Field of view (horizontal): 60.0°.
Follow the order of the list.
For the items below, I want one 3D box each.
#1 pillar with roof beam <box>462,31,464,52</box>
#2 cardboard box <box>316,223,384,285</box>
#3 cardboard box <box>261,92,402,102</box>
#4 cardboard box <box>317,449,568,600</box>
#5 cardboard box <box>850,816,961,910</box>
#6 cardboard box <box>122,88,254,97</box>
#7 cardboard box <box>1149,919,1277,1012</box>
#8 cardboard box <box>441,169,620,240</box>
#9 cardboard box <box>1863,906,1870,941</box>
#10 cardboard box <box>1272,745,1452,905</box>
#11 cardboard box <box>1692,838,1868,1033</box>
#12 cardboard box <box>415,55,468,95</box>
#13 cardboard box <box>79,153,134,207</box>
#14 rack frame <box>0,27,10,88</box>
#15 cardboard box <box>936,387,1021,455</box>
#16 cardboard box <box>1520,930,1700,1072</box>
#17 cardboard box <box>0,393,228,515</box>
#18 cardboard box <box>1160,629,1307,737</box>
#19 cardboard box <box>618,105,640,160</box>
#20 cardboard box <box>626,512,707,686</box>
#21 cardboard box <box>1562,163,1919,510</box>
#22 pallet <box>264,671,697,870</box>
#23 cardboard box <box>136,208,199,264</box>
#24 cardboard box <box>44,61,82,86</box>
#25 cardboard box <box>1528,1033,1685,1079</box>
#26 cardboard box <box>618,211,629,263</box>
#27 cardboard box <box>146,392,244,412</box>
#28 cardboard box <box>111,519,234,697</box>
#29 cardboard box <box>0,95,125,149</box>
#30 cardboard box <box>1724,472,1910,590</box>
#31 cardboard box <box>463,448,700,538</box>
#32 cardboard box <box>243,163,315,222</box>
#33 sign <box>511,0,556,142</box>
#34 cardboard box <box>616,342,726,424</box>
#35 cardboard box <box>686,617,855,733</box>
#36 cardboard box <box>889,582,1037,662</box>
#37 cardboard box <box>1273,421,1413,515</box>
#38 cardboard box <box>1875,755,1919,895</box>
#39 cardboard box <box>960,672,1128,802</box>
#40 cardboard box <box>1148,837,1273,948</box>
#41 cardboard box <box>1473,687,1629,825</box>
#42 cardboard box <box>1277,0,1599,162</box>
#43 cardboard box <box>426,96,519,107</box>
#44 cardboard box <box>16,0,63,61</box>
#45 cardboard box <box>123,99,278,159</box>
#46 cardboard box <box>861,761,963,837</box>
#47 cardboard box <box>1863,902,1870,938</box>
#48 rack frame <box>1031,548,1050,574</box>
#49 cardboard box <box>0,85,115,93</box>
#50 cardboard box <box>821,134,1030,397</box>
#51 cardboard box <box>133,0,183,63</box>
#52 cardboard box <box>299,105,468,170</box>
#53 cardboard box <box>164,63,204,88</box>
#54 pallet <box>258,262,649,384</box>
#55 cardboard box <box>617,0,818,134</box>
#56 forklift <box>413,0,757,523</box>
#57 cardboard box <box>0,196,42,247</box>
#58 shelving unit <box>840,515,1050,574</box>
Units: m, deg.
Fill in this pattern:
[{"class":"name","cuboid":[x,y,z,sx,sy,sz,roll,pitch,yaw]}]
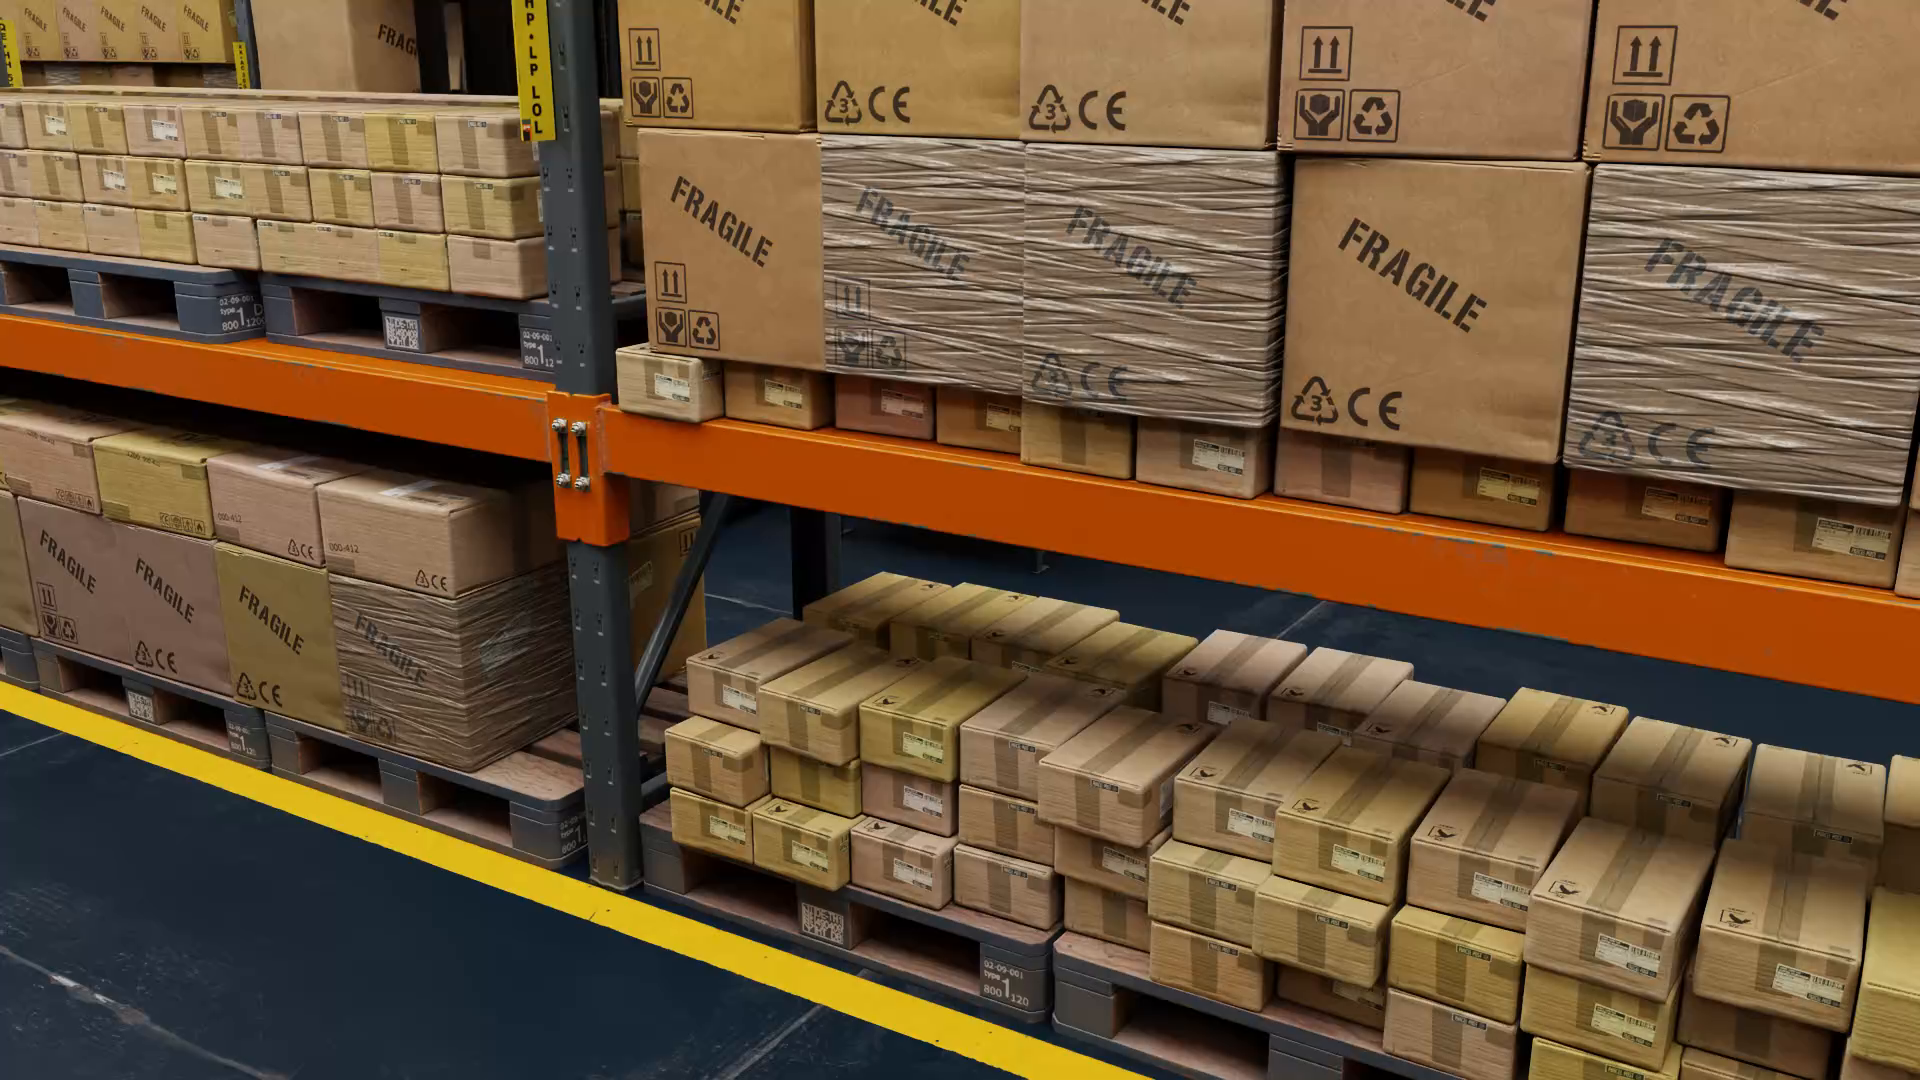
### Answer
[{"class":"pillar with roof beam","cuboid":[-11.860,-11.098,28.435,0.400,9.000,9.100,10,20,30]},{"class":"cardboard box","cuboid":[-1.539,-0.812,4.603,0.250,0.149,0.380,10,20,30]},{"class":"cardboard box","cuboid":[-2.093,-1.418,5.575,0.250,0.149,0.380,11,20,32]},{"class":"cardboard box","cuboid":[-1.431,-0.057,4.695,0.500,0.250,0.500,10,19,29]},{"class":"cardboard box","cuboid":[-0.056,0.721,4.028,0.250,0.149,0.380,10,20,30]},{"class":"cardboard box","cuboid":[-2.750,-1.537,5.966,0.250,0.149,0.380,11,20,32]},{"class":"cardboard box","cuboid":[0.605,0.843,3.627,0.250,0.149,0.380,10,19,29]},{"class":"cardboard box","cuboid":[-1.107,-0.877,4.305,0.250,0.149,0.380,11,20,32]},{"class":"cardboard box","cuboid":[1.973,0.773,3.347,0.250,0.149,0.380,10,20,31]},{"class":"cardboard box","cuboid":[0.839,0.584,3.457,0.250,0.149,0.380,10,20,30]},{"class":"cardboard box","cuboid":[1.502,0.711,3.037,0.250,0.149,0.380,9,19,28]},{"class":"cardboard box","cuboid":[-3.274,-3.082,11.465,0.637,0.503,0.797,13,21,36]},{"class":"cardboard box","cuboid":[-2.436,-1.115,5.088,0.250,0.149,0.380,11,20,32]},{"class":"rack frame","cuboid":[-4.073,-1.251,6.338,0.127,3.000,1.000,10,20,30]},{"class":"cardboard box","cuboid":[0.148,-0.307,3.662,0.250,0.149,0.380,9,19,28]},{"class":"cardboard box","cuboid":[1.253,0.823,3.181,0.250,0.149,0.380,10,20,31]},{"class":"cardboard box","cuboid":[-2.765,-0.294,5.476,0.500,0.250,0.500,10,20,30]},{"class":"cardboard box","cuboid":[0.689,0.368,4.167,0.250,0.149,0.380,9,19,27]},{"class":"cardboard box","cuboid":[-0.759,-1.181,4.796,0.250,0.149,0.380,11,20,33]},{"class":"cardboard box","cuboid":[-1.155,0.175,5.223,0.500,0.500,0.500,11,20,32]},{"class":"cardboard box","cuboid":[1.353,-0.383,2.797,0.500,0.500,0.500,10,20,30]},{"class":"pallet","cuboid":[-1.329,0.574,5.129,1.213,0.211,1.003,10,20,30]},{"class":"cardboard box","cuboid":[-2.218,-0.932,4.997,0.250,0.149,0.380,11,20,32]},{"class":"cardboard box","cuboid":[-6.861,-3.647,13.543,0.500,0.500,0.875,10,20,30]},{"class":"cardboard box","cuboid":[1.267,0.968,3.217,0.250,0.149,0.380,9,19,28]},{"class":"cardboard box","cuboid":[-0.999,-0.938,5.016,0.250,0.149,0.380,10,20,31]},{"class":"cardboard box","cuboid":[-2.492,-0.420,5.891,0.500,0.250,0.500,11,20,31]},{"class":"cardboard box","cuboid":[-2.299,0.145,5.320,0.500,0.500,0.500,10,19,29]},{"class":"cardboard box","cuboid":[-2.887,-1.338,5.311,0.250,0.149,0.380,11,20,33]},{"class":"cardboard box","cuboid":[1.466,-0.055,2.834,0.250,0.149,0.380,9,19,28]},{"class":"cardboard box","cuboid":[-1.156,-0.184,5.113,0.500,0.250,0.500,9,19,28]},{"class":"cardboard box","cuboid":[-1.777,-0.996,4.696,0.250,0.149,0.380,9,19,28]},{"class":"sign","cuboid":[-0.952,-1.058,3.712,0.005,0.325,0.100,10,20,30]},{"class":"cardboard box","cuboid":[-0.594,-0.398,3.962,0.250,0.149,0.380,11,20,32]},{"class":"cardboard box","cuboid":[-0.479,0.340,4.260,0.250,0.149,0.380,11,20,32]},{"class":"cardboard box","cuboid":[0.013,0.255,4.540,0.250,0.149,0.380,10,20,31]},{"class":"cardboard box","cuboid":[0.806,-0.180,3.246,0.250,0.149,0.380,11,20,32]},{"class":"cardboard box","cuboid":[2.030,0.599,3.408,0.250,0.149,0.380,10,20,30]},{"class":"cardboard box","cuboid":[0.200,0.457,3.875,0.250,0.149,0.380,10,19,29]},{"class":"cardboard box","cuboid":[0.599,0.701,3.584,0.250,0.149,0.380,10,20,30]},{"class":"cardboard box","cuboid":[1.344,0.486,3.781,0.250,0.149,0.380,10,20,31]},{"class":"cardboard box","cuboid":[0.892,-0.944,2.924,0.500,0.500,0.500,9,19,28]},{"class":"cardboard box","cuboid":[-1.429,-1.301,5.188,0.250,0.149,0.380,10,19,29]},{"class":"cardboard box","cuboid":[-7.033,-4.045,13.131,0.500,0.500,0.500,10,20,30]},{"class":"cardboard box","cuboid":[-2.219,-1.219,4.919,0.250,0.149,0.380,9,19,28]},{"class":"cardboard box","cuboid":[-0.034,0.557,4.056,0.250,0.149,0.380,10,20,30]},{"class":"cardboard box","cuboid":[1.824,0.849,3.609,0.250,0.149,0.380,10,20,31]},{"class":"rack frame","cuboid":[0.439,-0.460,6.960,0.032,1.125,0.500,10,20,30]},{"class":"cardboard box","cuboid":[-3.415,-1.655,6.355,0.250,0.149,0.380,9,19,28]},{"class":"cardboard box","cuboid":[0.051,-0.621,3.581,0.500,0.500,0.500,10,20,30]},{"class":"cardboard box","cuboid":[-5.754,-3.817,12.381,0.500,0.500,0.500,10,20,30]},{"class":"cardboard box","cuboid":[-1.557,-1.101,4.530,0.250,0.149,0.380,9,19,28]},{"class":"cardboard box","cuboid":[-5.558,-3.431,12.831,0.500,0.500,0.875,10,20,30]},{"class":"pallet","cuboid":[-1.240,-0.703,4.864,1.213,0.211,1.003,10,20,30]},{"class":"cardboard box","cuboid":[-0.407,-1.182,3.707,0.500,0.500,0.500,11,20,31]},{"class":"forklift","cuboid":[-2.302,-1.713,7.977,3.031,2.935,1.130,8,19,25]},{"class":"cardboard box","cuboid":[-2.880,-1.051,5.390,0.250,0.149,0.380,11,20,32]},{"class":"shelving unit","cuboid":[0.006,-0.537,7.214,1.048,1.125,0.538,10,20,30]}]
